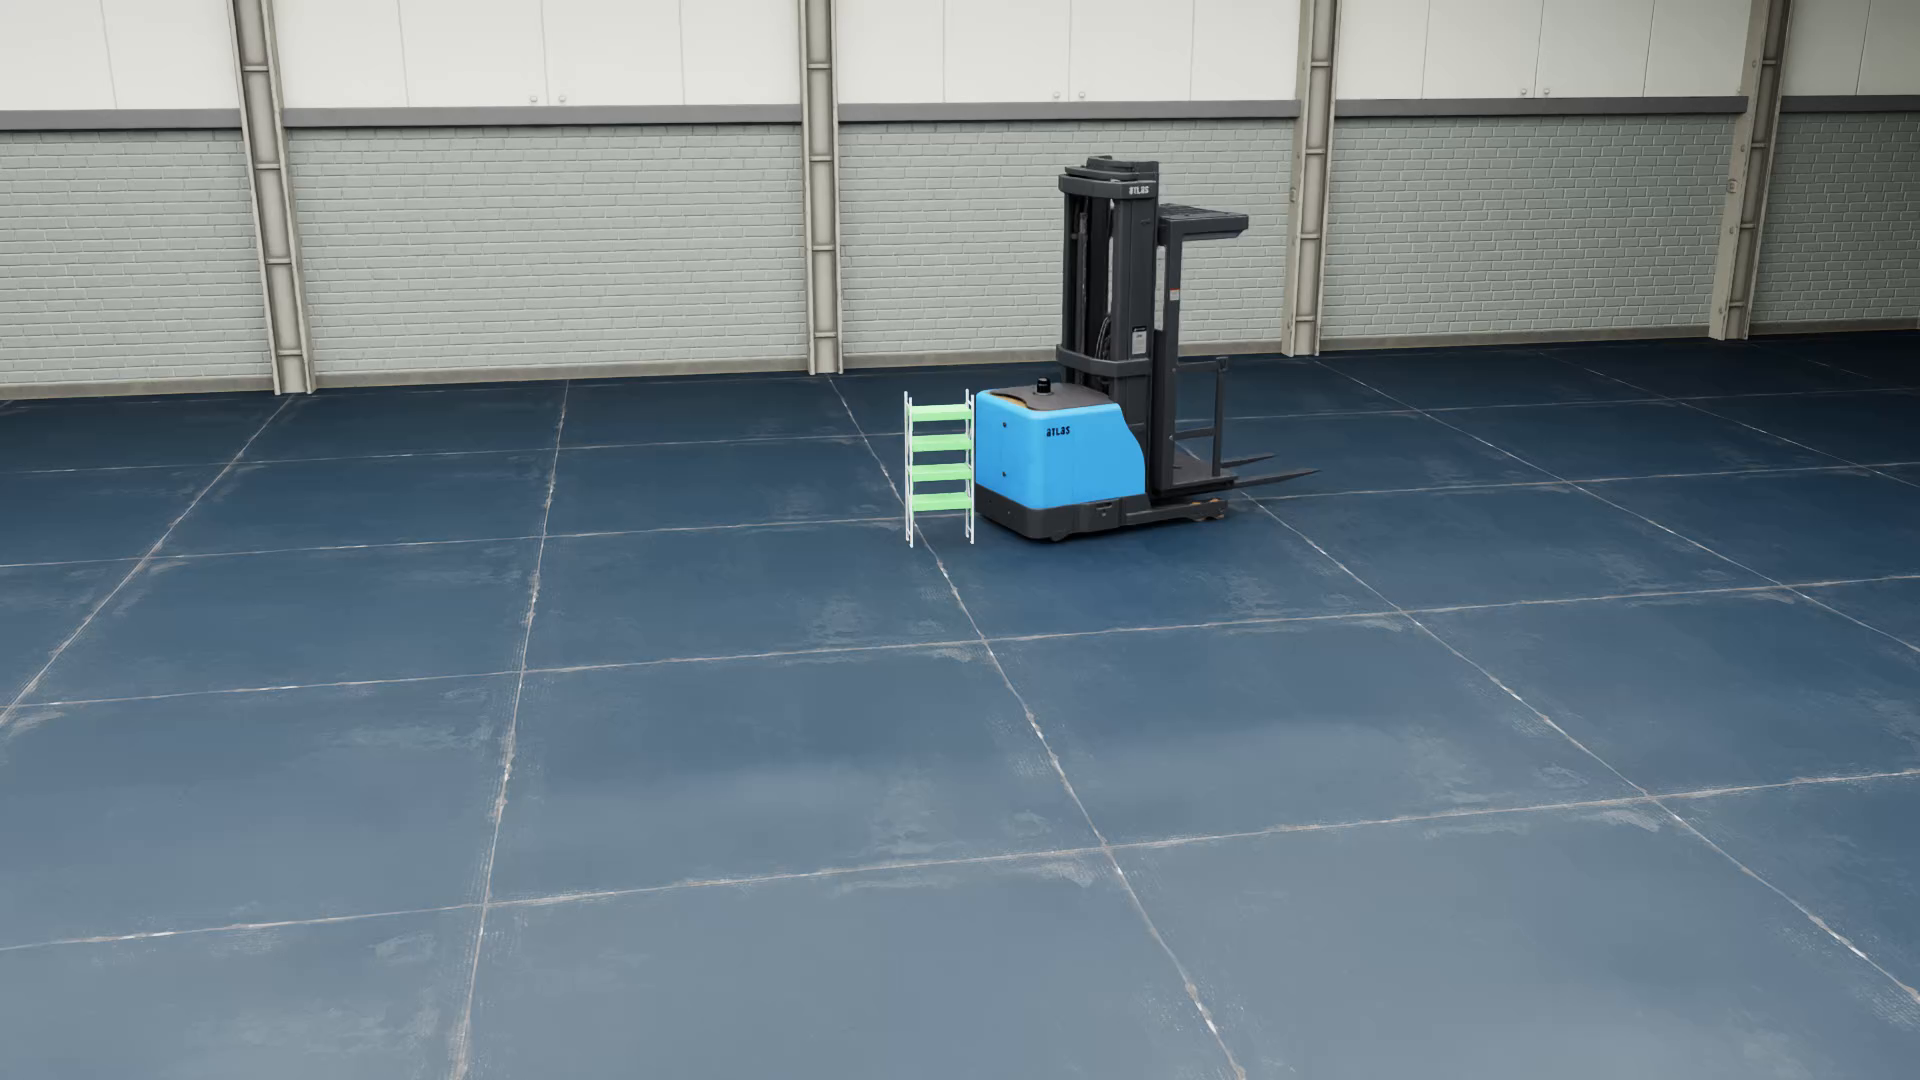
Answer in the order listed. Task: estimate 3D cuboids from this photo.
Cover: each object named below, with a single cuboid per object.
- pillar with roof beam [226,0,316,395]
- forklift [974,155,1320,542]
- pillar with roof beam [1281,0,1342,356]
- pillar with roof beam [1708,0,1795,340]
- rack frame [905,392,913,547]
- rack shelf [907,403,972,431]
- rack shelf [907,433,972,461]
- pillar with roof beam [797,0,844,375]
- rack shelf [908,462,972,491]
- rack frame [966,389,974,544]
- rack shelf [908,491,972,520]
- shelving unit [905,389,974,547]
[{"bbox_3d":[-6.683,-4.741,13.421,0.400,9.000,9.100,-3,17,-10],"label":"pillar with roof beam"},{"bbox_3d":[1.659,-1.677,13.778,3.031,2.935,1.130,-9,19,-27],"label":"forklift"},{"bbox_3d":[5.099,-5.409,15.597,0.400,9.000,9.100,-3,17,-10],"label":"pillar with roof beam"},{"bbox_3d":[10.990,-5.744,16.685,0.400,9.000,9.100,-3,17,-10],"label":"pillar with roof beam"},{"bbox_3d":[-0.402,-0.551,13.061,0.015,1.200,0.240,-3,17,-10],"label":"rack frame"},{"bbox_3d":[-0.163,-0.962,12.983,0.480,0.148,0.258,-3,17,-10],"label":"rack shelf"},{"bbox_3d":[-0.163,-0.733,13.054,0.480,0.148,0.258,-3,17,-10],"label":"rack shelf"},{"bbox_3d":[-0.792,-5.075,14.509,0.400,9.000,9.100,-3,17,-10],"label":"pillar with roof beam"},{"bbox_3d":[-0.163,-0.503,13.124,0.480,0.148,0.258,-3,17,-10],"label":"rack shelf"},{"bbox_3d":[0.077,-0.578,13.150,0.015,1.200,0.240,-3,17,-10],"label":"rack frame"},{"bbox_3d":[-0.163,-0.274,13.195,0.480,0.148,0.258,-3,17,-10],"label":"rack shelf"},{"bbox_3d":[-0.163,-0.564,13.106,0.503,1.200,0.258,-3,17,-10],"label":"shelving unit"}]
